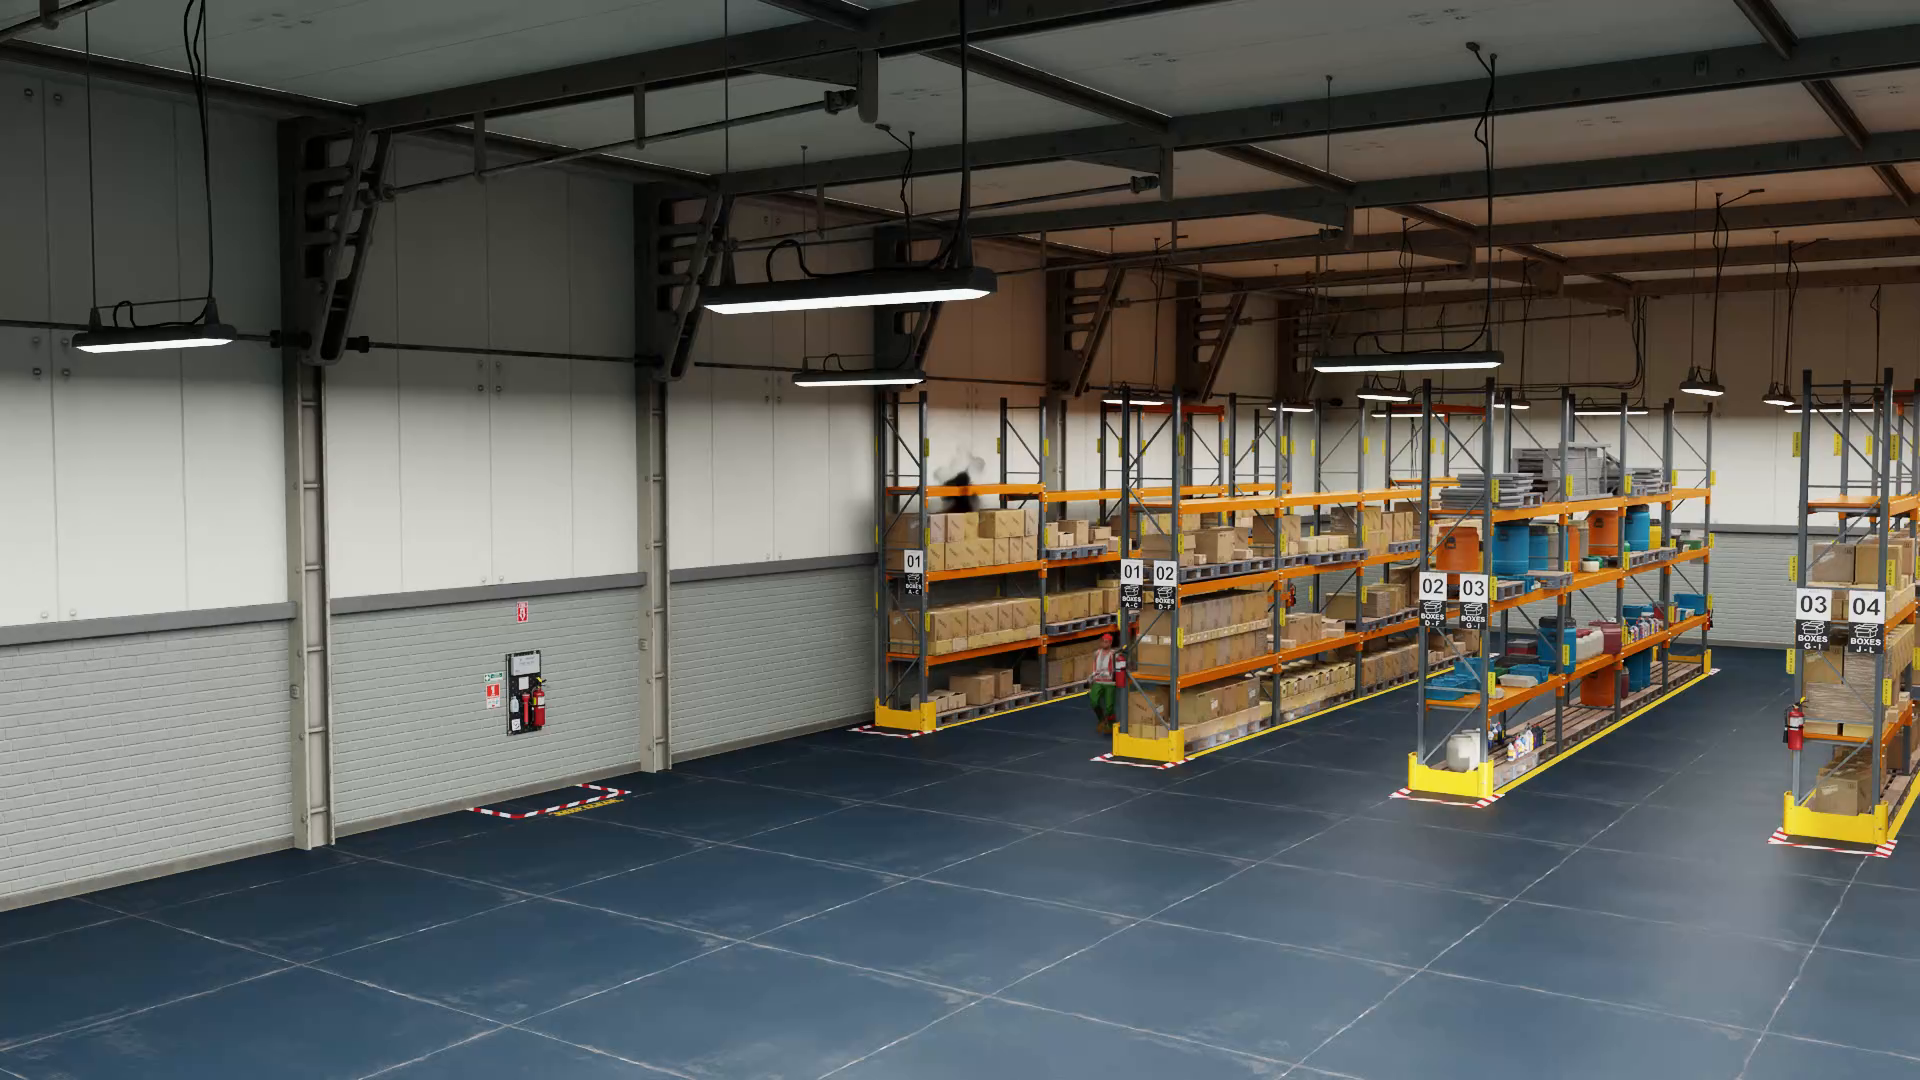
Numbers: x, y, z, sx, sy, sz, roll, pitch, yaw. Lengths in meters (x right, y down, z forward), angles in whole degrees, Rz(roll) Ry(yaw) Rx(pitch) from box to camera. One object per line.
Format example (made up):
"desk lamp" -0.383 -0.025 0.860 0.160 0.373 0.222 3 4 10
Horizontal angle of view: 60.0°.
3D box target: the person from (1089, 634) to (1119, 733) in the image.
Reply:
"person" 2.503 2.501 28.925 0.646 1.742 0.650 2 4 30
